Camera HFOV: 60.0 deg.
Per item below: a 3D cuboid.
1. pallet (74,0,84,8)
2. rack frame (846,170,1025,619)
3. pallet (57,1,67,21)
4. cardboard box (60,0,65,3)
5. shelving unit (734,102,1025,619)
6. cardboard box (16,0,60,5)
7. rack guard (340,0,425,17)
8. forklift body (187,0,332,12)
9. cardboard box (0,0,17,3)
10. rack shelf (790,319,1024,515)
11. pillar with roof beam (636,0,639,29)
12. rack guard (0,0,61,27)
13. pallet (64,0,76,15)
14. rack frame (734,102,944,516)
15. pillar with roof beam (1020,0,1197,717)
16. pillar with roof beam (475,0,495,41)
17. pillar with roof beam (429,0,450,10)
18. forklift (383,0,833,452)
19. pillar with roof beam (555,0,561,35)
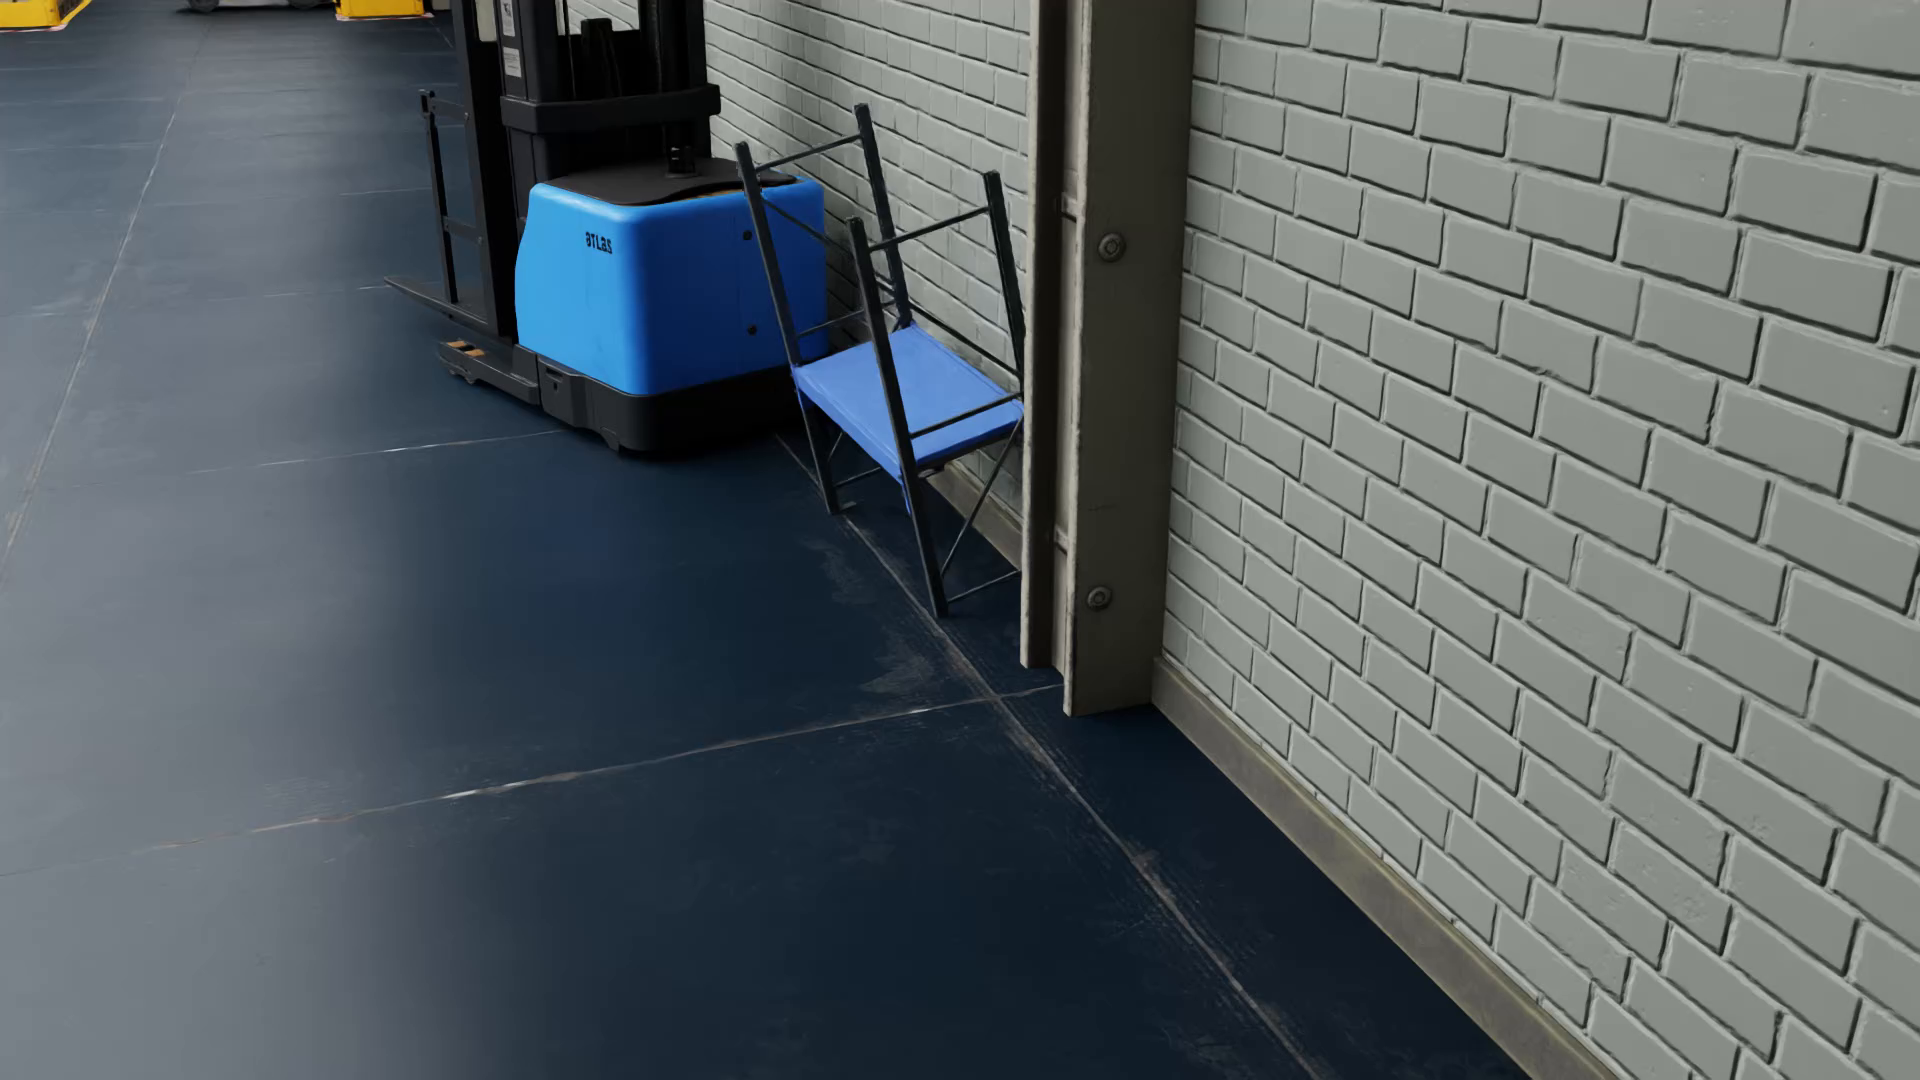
[{"bbox_3d":[-14.456,-8.534,26.226,1.003,0.211,1.213,-8,24,-19],"label":"pallet"},{"bbox_3d":[0.021,-0.399,5.346,0.500,1.500,0.032,-23,33,-17],"label":"rack frame"},{"bbox_3d":[-13.594,-7.647,24.122,1.003,0.211,1.213,-8,24,-19],"label":"pallet"},{"bbox_3d":[-13.513,-8.049,24.484,0.500,0.250,0.500,-7,24,-17],"label":"cardboard box"},{"bbox_3d":[-0.199,-0.608,5.753,0.538,1.500,1.048,-23,33,-17],"label":"shelving unit"},{"bbox_3d":[-13.340,-7.862,24.041,0.500,0.250,0.500,-9,24,-19],"label":"cardboard box"},{"bbox_3d":[-8.663,-8.126,24.887,1.175,0.500,0.348,-8,24,-19],"label":"rack guard"},{"bbox_3d":[-11.048,-9.335,25.628,2.313,2.155,1.214,-8,24,-19],"label":"forklift body"},{"bbox_3d":[-13.859,-7.797,23.886,0.500,0.250,0.500,-8,24,-19],"label":"cardboard box"},{"bbox_3d":[-0.167,-0.458,5.847,0.538,0.185,1.000,-23,33,-17],"label":"rack shelf"},{"bbox_3d":[-5.743,-5.297,7.232,9.100,9.000,0.400,-8,24,-19],"label":"pillar with roof beam"},{"bbox_3d":[-13.340,-7.480,23.354,1.175,0.500,0.348,-8,24,-19],"label":"rack guard"},{"bbox_3d":[-14.022,-8.090,25.172,1.003,0.211,1.213,-8,24,-19],"label":"pallet"},{"bbox_3d":[-0.419,-0.817,6.161,0.500,1.500,0.032,-23,33,-17],"label":"rack frame"},{"bbox_3d":[-3.623,-3.117,2.059,9.100,9.000,0.400,-8,24,-19],"label":"pillar with roof beam"},{"bbox_3d":[-9.982,-9.657,17.577,9.100,9.000,0.400,-8,24,-19],"label":"pillar with roof beam"},{"bbox_3d":[-12.102,-11.838,22.749,9.100,9.000,0.400,-8,24,-19],"label":"pillar with roof beam"},{"bbox_3d":[-1.911,-2.217,7.736,1.130,2.935,3.031,-18,29,-37],"label":"forklift"},{"bbox_3d":[-7.862,-7.477,12.404,9.100,9.000,0.400,-8,24,-19],"label":"pillar with roof beam"}]
